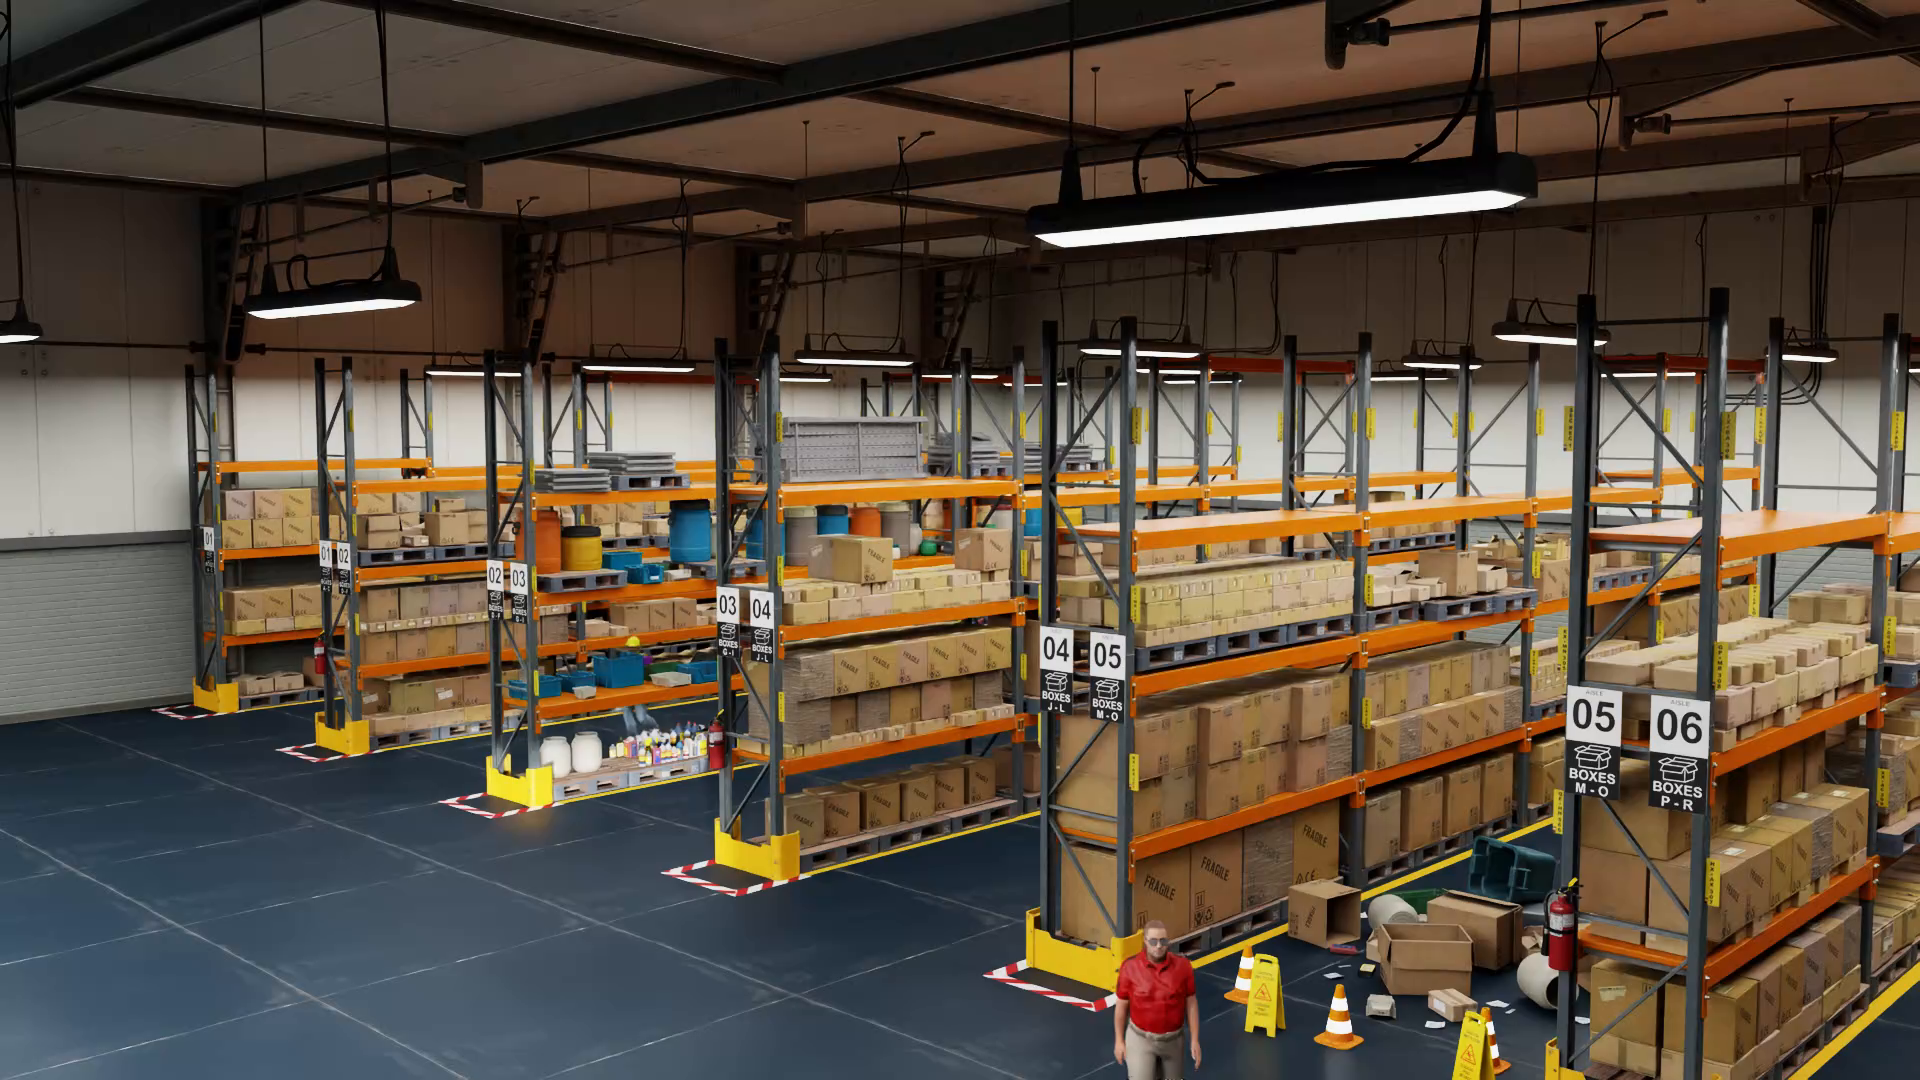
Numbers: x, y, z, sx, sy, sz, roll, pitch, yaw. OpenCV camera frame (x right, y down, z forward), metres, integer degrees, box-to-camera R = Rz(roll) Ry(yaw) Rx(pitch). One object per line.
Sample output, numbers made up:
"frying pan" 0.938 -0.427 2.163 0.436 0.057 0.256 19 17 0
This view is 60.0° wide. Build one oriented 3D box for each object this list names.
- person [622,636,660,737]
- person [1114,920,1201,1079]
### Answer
"person" -4.974 2.336 25.741 0.642 1.738 0.665 2 5 24
"person" 1.348 3.446 11.403 0.570 1.732 0.786 -1 4 -7
